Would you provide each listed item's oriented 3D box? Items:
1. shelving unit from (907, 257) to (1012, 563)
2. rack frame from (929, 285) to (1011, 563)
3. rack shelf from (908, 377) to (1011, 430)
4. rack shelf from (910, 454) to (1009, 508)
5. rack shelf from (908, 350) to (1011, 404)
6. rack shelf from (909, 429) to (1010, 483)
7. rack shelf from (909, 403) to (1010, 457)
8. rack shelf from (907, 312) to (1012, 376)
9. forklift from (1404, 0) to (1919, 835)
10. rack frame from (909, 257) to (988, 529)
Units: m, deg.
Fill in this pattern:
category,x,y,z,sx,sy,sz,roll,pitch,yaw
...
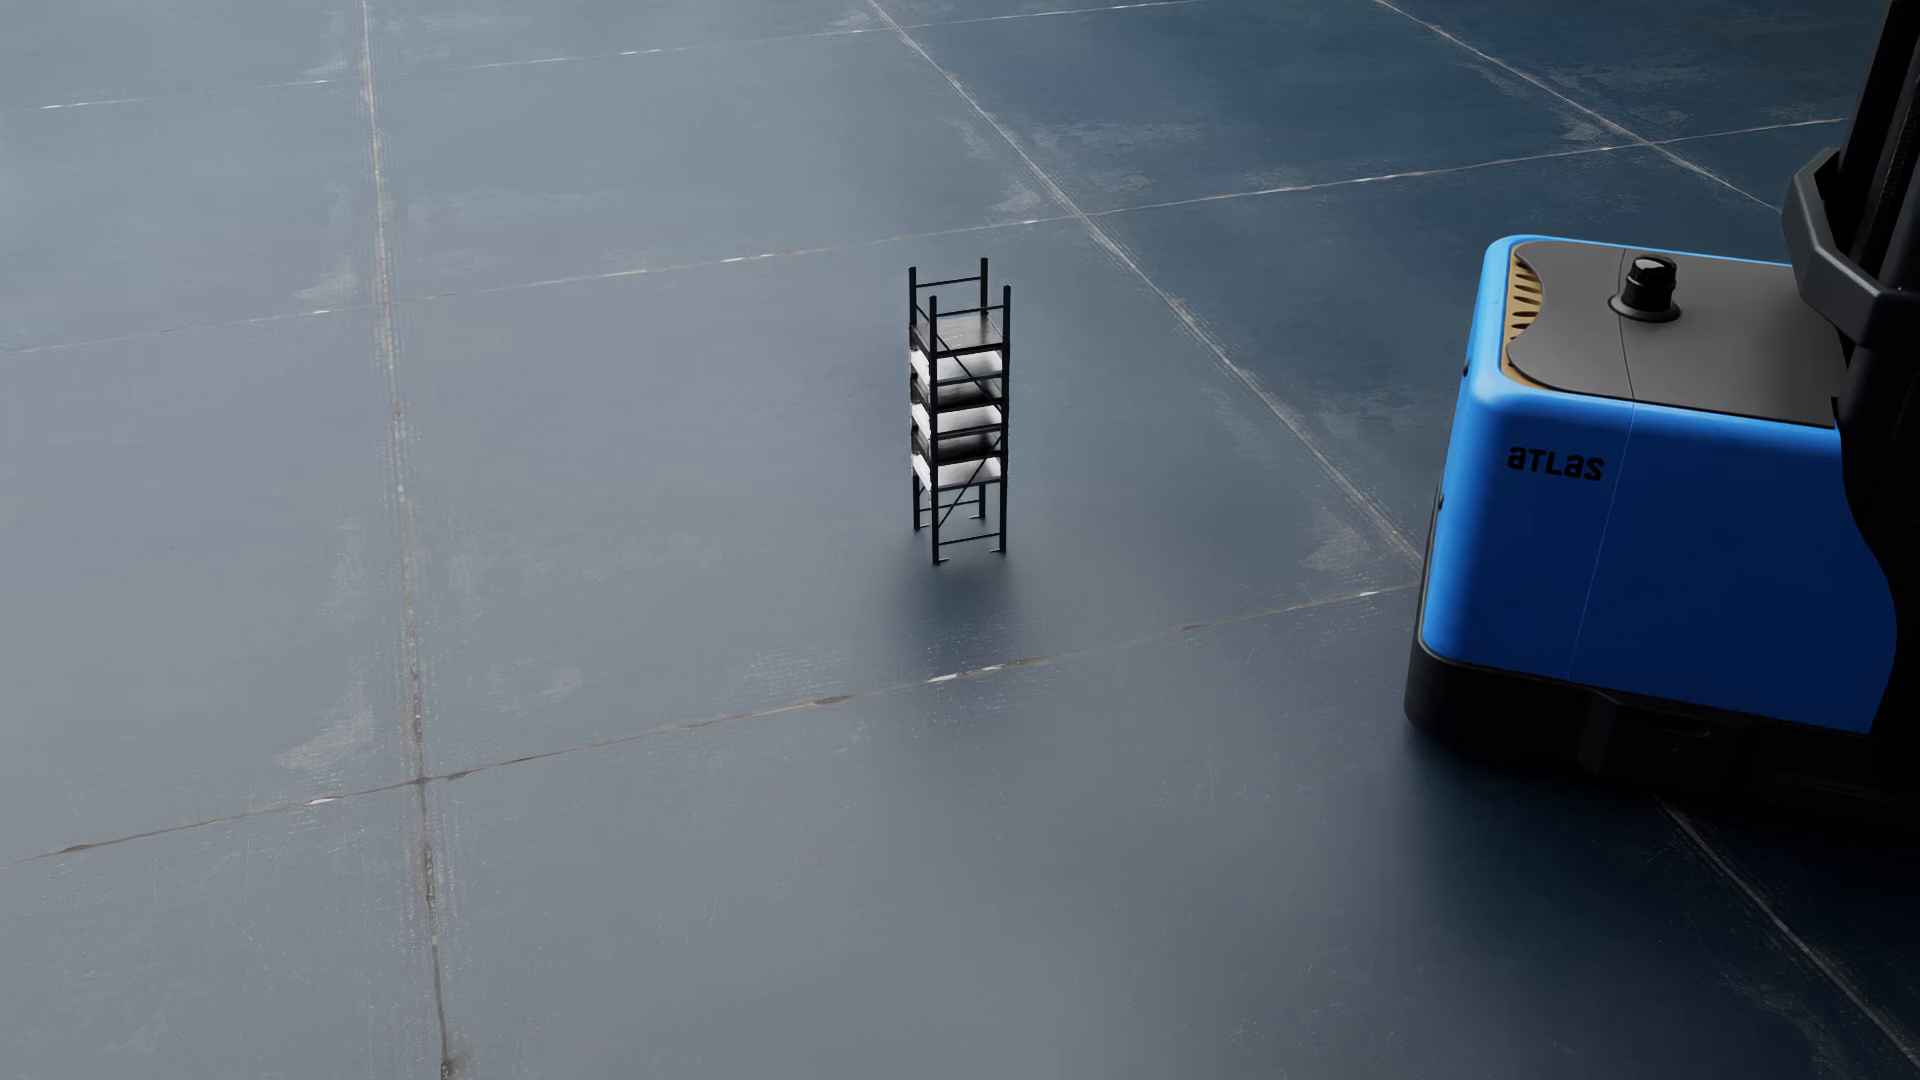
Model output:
category,x,y,z,sx,sy,sz,roll,pitch,yaw
shelving unit,-0.002,-0.380,5.008,0.258,0.900,0.210,-10,35,-15
rack frame,0.029,-0.326,4.928,0.240,0.900,0.006,-10,35,-15
rack shelf,-0.002,-0.427,4.977,0.258,0.077,0.200,-10,35,-15
rack shelf,-0.002,-0.202,5.126,0.258,0.077,0.200,-10,35,-15
rack shelf,-0.002,-0.502,4.928,0.258,0.077,0.200,-10,35,-15
rack shelf,-0.002,-0.277,5.076,0.258,0.077,0.200,-10,35,-15
rack shelf,-0.002,-0.352,5.027,0.258,0.077,0.200,-10,35,-15
rack shelf,-0.002,-0.577,4.878,0.258,0.077,0.200,-10,35,-15
forklift,2.758,-0.691,3.637,3.031,2.935,1.130,10,35,14
rack frame,-0.033,-0.433,5.089,0.240,0.900,0.006,-10,35,-15
